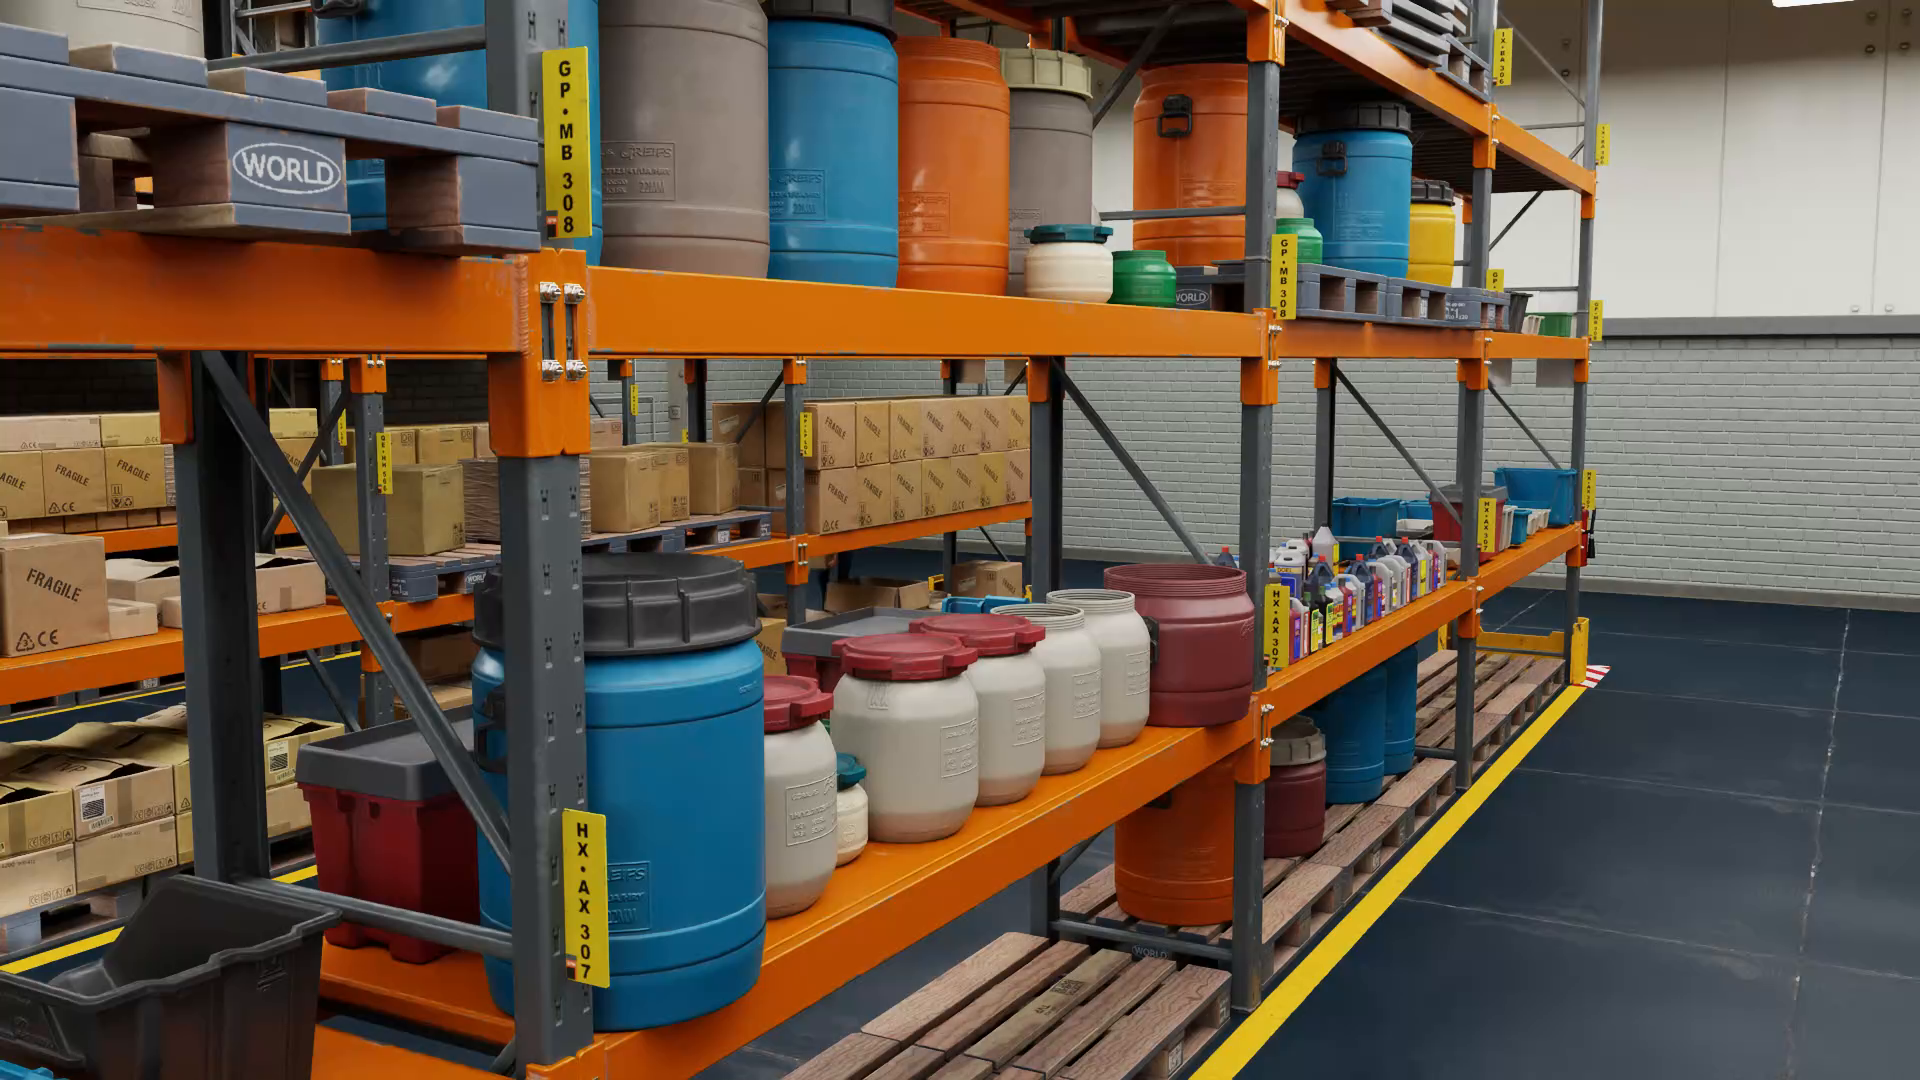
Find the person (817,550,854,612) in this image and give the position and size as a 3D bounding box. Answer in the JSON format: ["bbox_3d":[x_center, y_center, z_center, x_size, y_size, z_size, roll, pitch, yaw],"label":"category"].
[{"bbox_3d":[-1.314,0.151,16.569,0.375,1.409,0.690,3,7,24],"label":"person"}]
